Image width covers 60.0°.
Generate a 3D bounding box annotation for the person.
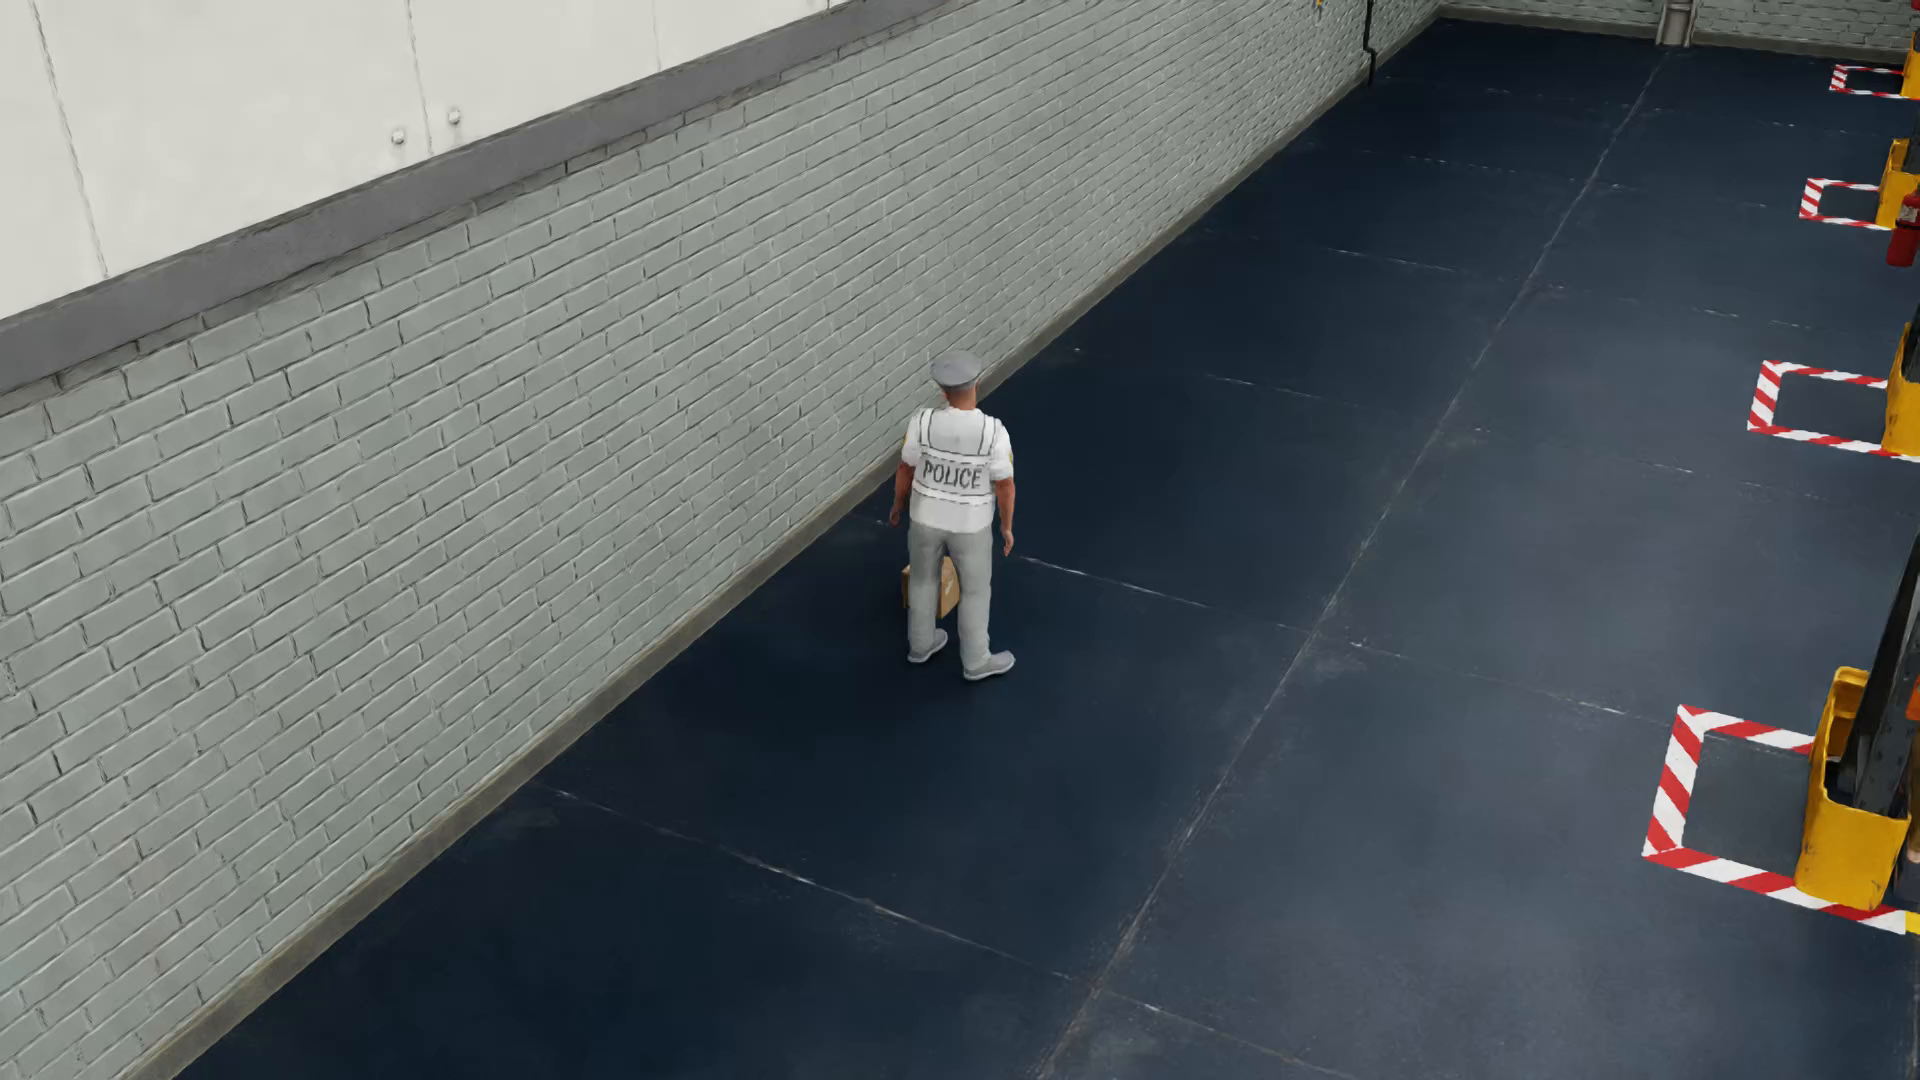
[{"bbox_3d":[-0.046,-0.115,8.420,0.664,1.778,0.430,6,30,11],"label":"person"}]
